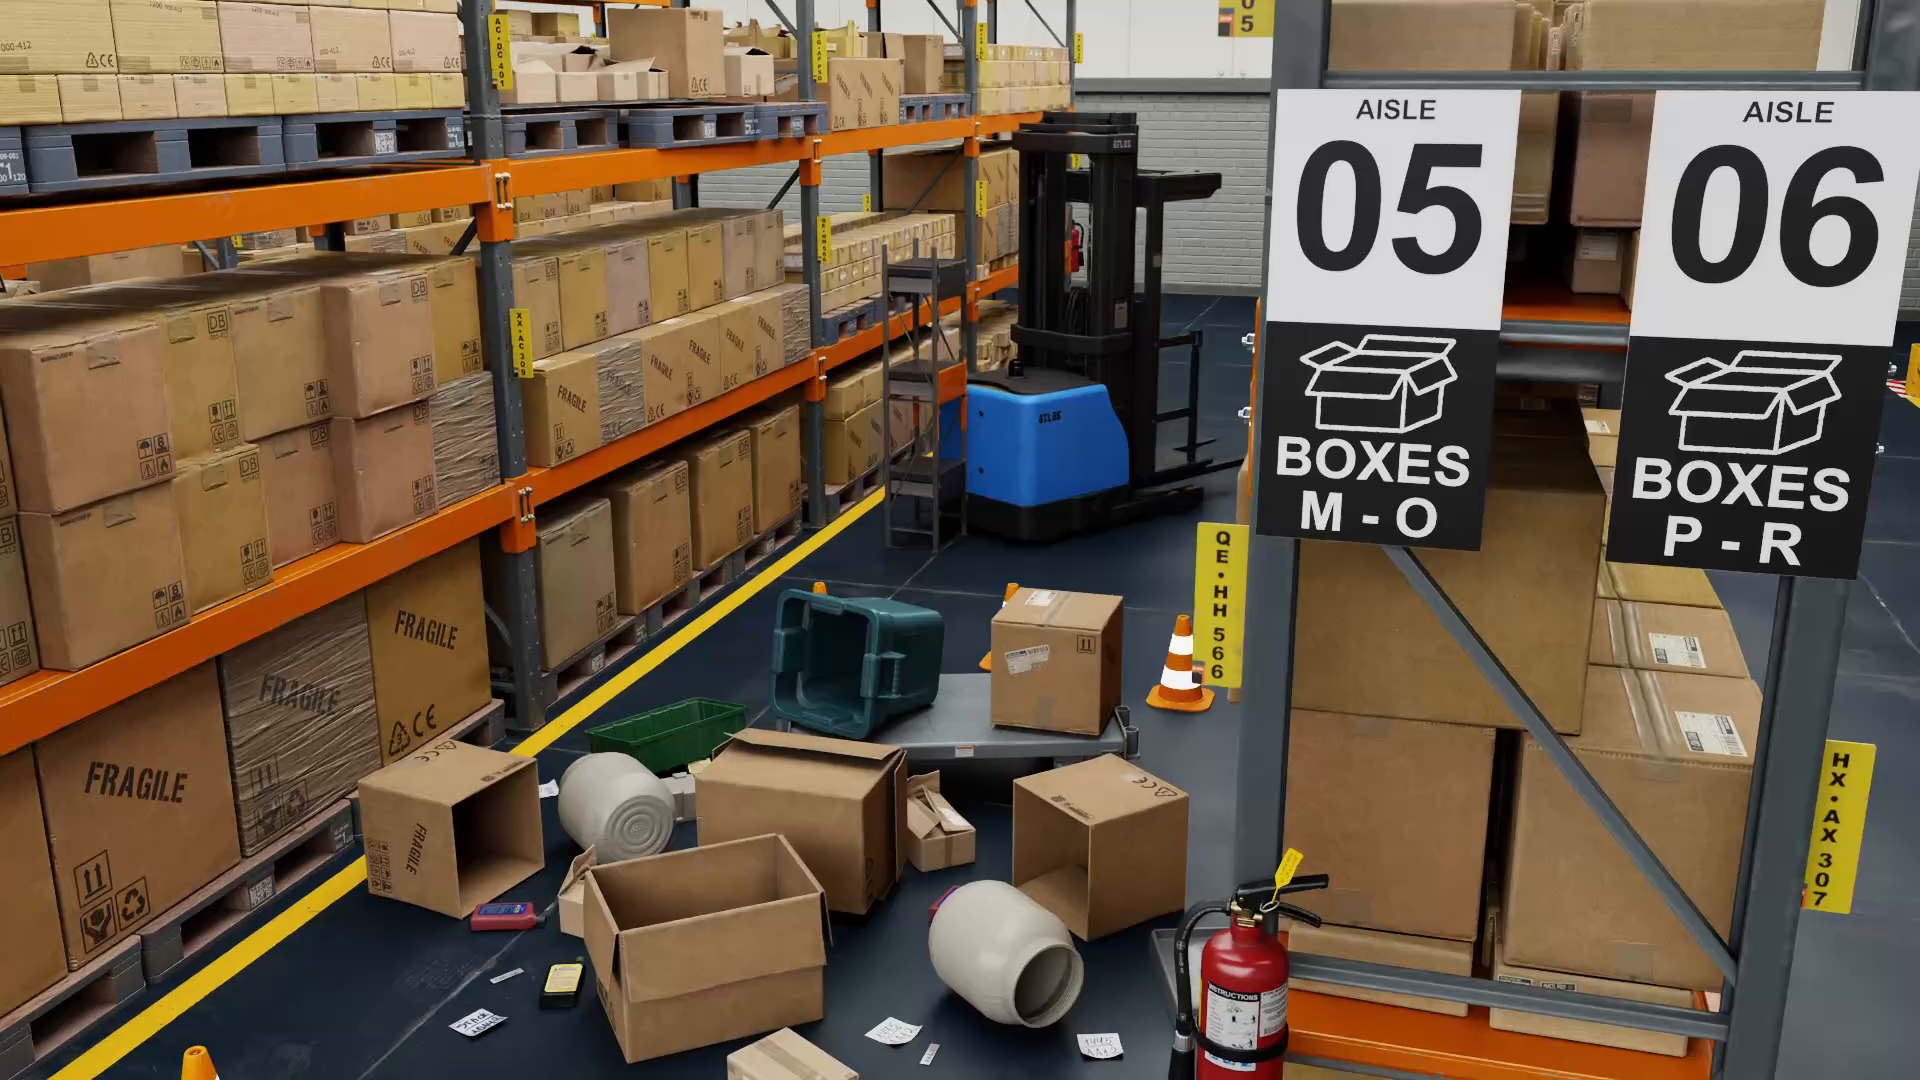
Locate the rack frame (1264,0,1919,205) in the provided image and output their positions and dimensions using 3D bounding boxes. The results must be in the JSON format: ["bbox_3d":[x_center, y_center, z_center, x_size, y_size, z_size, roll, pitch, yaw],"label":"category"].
[{"bbox_3d":[1.026,-2.002,2.397,1.000,3.000,0.127,5,16,16],"label":"rack frame"}]

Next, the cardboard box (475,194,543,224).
[{"bbox_3d":[-4.684,-3.561,17.243,0.500,0.500,0.500,5,16,16],"label":"cardboard box"}]

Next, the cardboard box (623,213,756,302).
[{"bbox_3d":[-1.755,-1.847,10.827,0.700,0.500,0.500,4,16,15],"label":"cardboard box"}]

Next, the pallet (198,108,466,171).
[{"bbox_3d":[-2.855,-1.707,7.017,1.003,0.211,1.213,5,16,16],"label":"pallet"}]

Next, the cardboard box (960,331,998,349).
[{"bbox_3d":[0.170,-2.011,16.788,0.380,0.149,0.250,4,16,14],"label":"cardboard box"}]

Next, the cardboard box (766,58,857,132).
[{"bbox_3d":[-1.058,-3.186,11.886,0.500,0.500,0.500,5,16,16],"label":"cardboard box"}]

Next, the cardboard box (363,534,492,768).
[{"bbox_3d":[-2.858,0.459,7.837,0.875,0.875,0.875,5,17,17],"label":"cardboard box"}]

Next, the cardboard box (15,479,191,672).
[{"bbox_3d":[-3.272,0.071,5.806,0.875,0.550,0.550,5,16,16],"label":"cardboard box"}]

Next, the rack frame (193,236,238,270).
[{"bbox_3d":[-6.202,-1.978,13.305,1.000,3.000,0.127,5,16,16],"label":"rack frame"}]

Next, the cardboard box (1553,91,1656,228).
[{"bbox_3d":[1.424,-0.741,3.178,0.500,0.250,0.500,4,16,15],"label":"cardboard box"}]

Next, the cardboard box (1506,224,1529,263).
[{"bbox_3d":[1.142,-0.749,3.936,0.380,0.149,0.250,5,17,16],"label":"cardboard box"}]

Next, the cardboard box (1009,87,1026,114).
[{"bbox_3d":[0.346,-4.351,16.450,0.500,0.250,0.500,5,17,18],"label":"cardboard box"}]

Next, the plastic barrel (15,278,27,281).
[{"bbox_3d":[-9.985,-2.460,18.080,0.600,0.901,0.708,5,16,16],"label":"plastic barrel"}]

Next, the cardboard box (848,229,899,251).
[{"bbox_3d":[-0.712,-2.449,13.566,0.380,0.149,0.250,4,16,15],"label":"cardboard box"}]

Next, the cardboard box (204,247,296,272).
[{"bbox_3d":[-5.803,-2.132,13.665,0.500,0.500,0.500,5,17,18],"label":"cardboard box"}]

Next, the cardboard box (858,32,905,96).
[{"bbox_3d":[-0.904,-3.914,13.675,0.797,0.503,0.637,4,16,15],"label":"cardboard box"}]

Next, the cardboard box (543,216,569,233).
[{"bbox_3d":[-4.535,-3.327,17.793,0.500,0.250,0.500,5,16,16],"label":"cardboard box"}]

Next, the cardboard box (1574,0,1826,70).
[{"bbox_3d":[1.322,-0.899,3.004,0.380,0.149,0.250,5,16,15],"label":"cardboard box"}]

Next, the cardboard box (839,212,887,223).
[{"bbox_3d":[-0.892,-2.913,15.203,0.380,0.149,0.250,6,17,19],"label":"cardboard box"}]

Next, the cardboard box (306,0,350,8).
[{"bbox_3d":[-2.626,-2.158,6.491,0.380,0.149,0.250,5,17,17],"label":"cardboard box"}]

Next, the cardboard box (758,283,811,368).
[{"bbox_3d":[-1.346,-1.476,11.353,0.500,0.500,0.500,5,16,16],"label":"cardboard box"}]

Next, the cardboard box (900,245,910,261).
[{"bbox_3d":[-0.634,-2.373,13.843,0.380,0.149,0.250,5,17,16],"label":"cardboard box"}]

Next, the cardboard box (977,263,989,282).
[{"bbox_3d":[0.055,-2.541,15.751,0.380,0.149,0.250,5,17,18],"label":"cardboard box"}]

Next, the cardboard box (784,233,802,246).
[{"bbox_3d":[-1.481,-2.365,13.269,0.380,0.149,0.250,5,16,16],"label":"cardboard box"}]

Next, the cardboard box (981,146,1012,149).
[{"bbox_3d":[0.476,-3.785,17.115,0.500,0.500,0.500,4,16,14],"label":"cardboard box"}]

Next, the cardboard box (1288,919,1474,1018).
[{"bbox_3d":[0.927,0.890,3.654,0.380,0.149,0.250,5,17,18],"label":"cardboard box"}]

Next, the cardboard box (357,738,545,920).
[{"bbox_3d":[-2.069,1.167,6.794,0.500,0.500,0.500,8,18,25],"label":"cardboard box"}]

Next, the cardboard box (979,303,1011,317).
[{"bbox_3d":[0.360,-2.584,18.807,0.380,0.149,0.250,5,17,17],"label":"cardboard box"}]

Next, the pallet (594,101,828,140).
[{"bbox_3d":[-1.608,-2.746,10.863,1.213,0.211,1.003,5,17,18],"label":"pallet"}]

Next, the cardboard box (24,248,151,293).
[{"bbox_3d":[-6.380,-1.930,12.182,0.700,0.500,0.500,7,17,24],"label":"cardboard box"}]

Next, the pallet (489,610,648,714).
[{"bbox_3d":[-2.465,0.614,9.279,1.003,0.211,1.213,5,16,16],"label":"pallet"}]

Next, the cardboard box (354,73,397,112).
[{"bbox_3d":[-2.553,-1.839,6.825,0.380,0.149,0.250,5,17,17],"label":"cardboard box"}]

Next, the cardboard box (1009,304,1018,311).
[{"bbox_3d":[0.764,-2.557,18.711,0.380,0.149,0.250,5,17,17],"label":"cardboard box"}]

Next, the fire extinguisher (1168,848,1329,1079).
[{"bbox_3d":[0.551,0.915,3.247,0.296,0.674,0.183,5,16,16],"label":"fire extinguisher"}]

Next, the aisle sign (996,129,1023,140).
[{"bbox_3d":[0.531,-4.953,19.029,0.394,0.787,0.004,5,16,16],"label":"aisle sign"}]

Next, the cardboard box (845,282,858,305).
[{"bbox_3d":[-1.002,-1.890,12.686,0.380,0.149,0.250,5,17,19],"label":"cardboard box"}]

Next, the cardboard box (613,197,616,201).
[{"bbox_3d":[-4.324,-4.037,20.295,0.500,0.250,0.500,4,16,14],"label":"cardboard box"}]

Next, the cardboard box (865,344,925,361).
[{"bbox_3d":[-0.604,-1.486,14.008,0.500,0.250,0.500,4,16,13],"label":"cardboard box"}]

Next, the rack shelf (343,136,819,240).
[{"bbox_3d":[-2.044,-2.140,9.699,1.077,0.370,4.000,5,16,16],"label":"rack shelf"}]

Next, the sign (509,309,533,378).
[{"bbox_3d":[-2.080,-0.932,7.886,0.100,0.325,0.005,5,16,16],"label":"sign"}]

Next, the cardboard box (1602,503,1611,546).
[{"bbox_3d":[1.851,0.187,4.943,0.500,0.500,0.500,4,16,15],"label":"cardboard box"}]

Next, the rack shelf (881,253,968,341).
[{"bbox_3d":[-0.237,-1.659,11.314,0.431,0.518,0.480,7,17,23],"label":"rack shelf"}]

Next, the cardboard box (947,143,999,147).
[{"bbox_3d":[0.109,-3.968,17.761,0.500,0.500,0.500,4,16,15],"label":"cardboard box"}]

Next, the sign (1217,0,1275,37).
[{"bbox_3d":[0.499,-1.033,2.856,0.100,0.325,0.005,5,16,16],"label":"sign"}]

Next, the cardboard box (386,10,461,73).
[{"bbox_3d":[-2.506,-2.135,7.141,0.500,0.250,0.500,4,16,15],"label":"cardboard box"}]

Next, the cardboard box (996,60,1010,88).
[{"bbox_3d":[0.174,-4.462,15.925,0.500,0.250,0.500,5,16,16],"label":"cardboard box"}]

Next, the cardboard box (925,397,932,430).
[{"bbox_3d":[-0.454,-1.265,14.604,0.500,0.500,0.500,4,16,15],"label":"cardboard box"}]

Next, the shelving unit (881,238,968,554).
[{"bbox_3d":[-0.237,-0.998,11.502,0.431,2.100,0.503,7,17,23],"label":"shelving unit"}]

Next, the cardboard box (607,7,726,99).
[{"bbox_3d":[-1.701,-2.831,9.681,0.500,0.500,0.500,5,16,16],"label":"cardboard box"}]

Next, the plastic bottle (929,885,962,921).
[{"bbox_3d":[-0.002,1.443,6.629,0.133,0.061,0.283,8,18,25],"label":"plastic bottle"}]

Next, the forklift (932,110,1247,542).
[{"bbox_3d":[1.225,-1.711,12.489,3.031,2.935,1.130,-14,21,-40],"label":"forklift"}]

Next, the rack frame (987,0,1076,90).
[{"bbox_3d":[0.798,-6.546,18.416,1.000,3.000,0.127,5,16,16],"label":"rack frame"}]

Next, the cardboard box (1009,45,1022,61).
[{"bbox_3d":[0.396,-4.814,16.435,0.380,0.149,0.250,5,17,19],"label":"cardboard box"}]
